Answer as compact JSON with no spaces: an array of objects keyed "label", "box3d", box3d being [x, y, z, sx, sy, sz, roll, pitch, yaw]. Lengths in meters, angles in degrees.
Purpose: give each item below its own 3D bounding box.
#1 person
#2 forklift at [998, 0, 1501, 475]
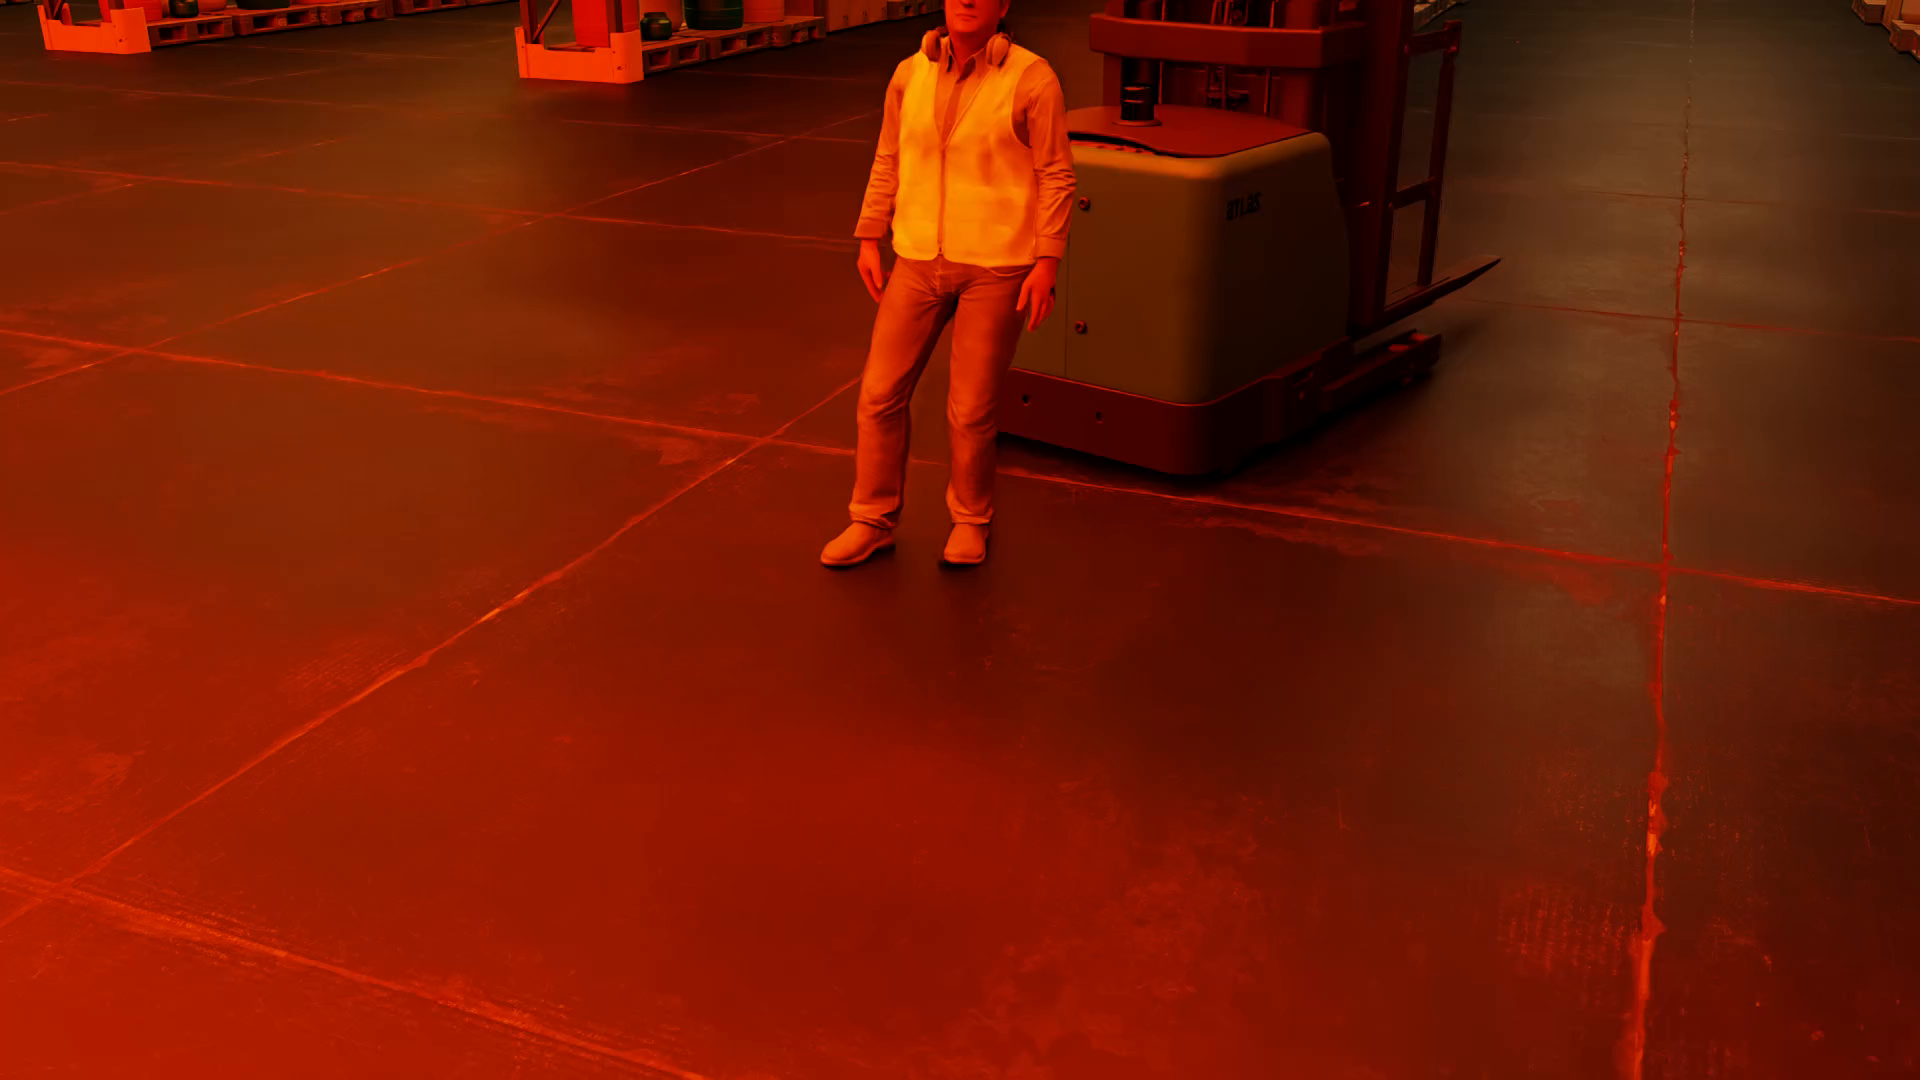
[{"label":"person","box3d":[-0.028,-0.770,4.666,0.650,1.765,0.567,10,25,23]},{"label":"forklift","box3d":[1.280,-2.063,6.227,1.130,2.935,3.031,17,28,35]}]
